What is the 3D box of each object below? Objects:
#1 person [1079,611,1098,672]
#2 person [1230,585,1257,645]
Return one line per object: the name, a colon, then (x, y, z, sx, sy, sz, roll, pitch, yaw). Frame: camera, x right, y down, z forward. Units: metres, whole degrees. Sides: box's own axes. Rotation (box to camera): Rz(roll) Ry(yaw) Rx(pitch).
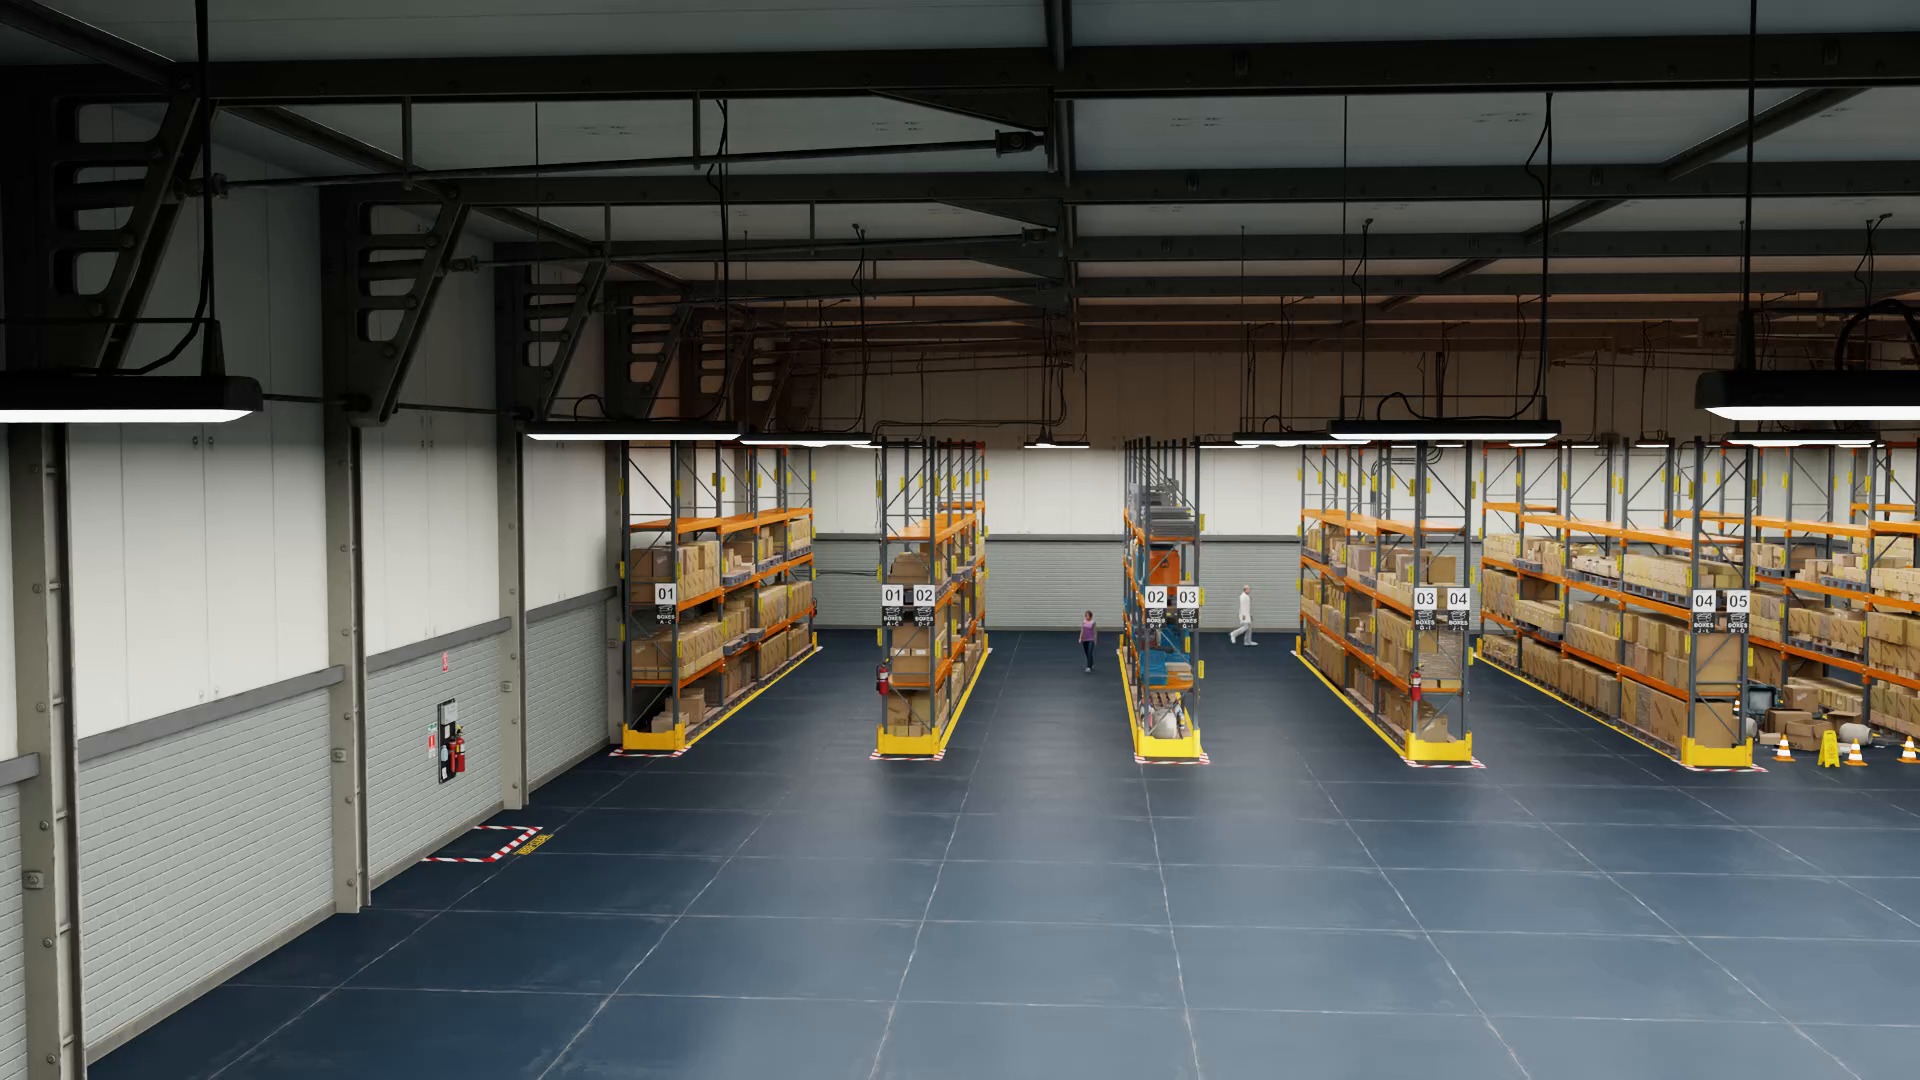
person: (3.334, 2.627, 43.215, 0.419, 1.559, 0.758, 2, 4, 34)
person: (8.338, 2.215, 48.883, 0.738, 1.768, 0.645, 1, 3, 25)
